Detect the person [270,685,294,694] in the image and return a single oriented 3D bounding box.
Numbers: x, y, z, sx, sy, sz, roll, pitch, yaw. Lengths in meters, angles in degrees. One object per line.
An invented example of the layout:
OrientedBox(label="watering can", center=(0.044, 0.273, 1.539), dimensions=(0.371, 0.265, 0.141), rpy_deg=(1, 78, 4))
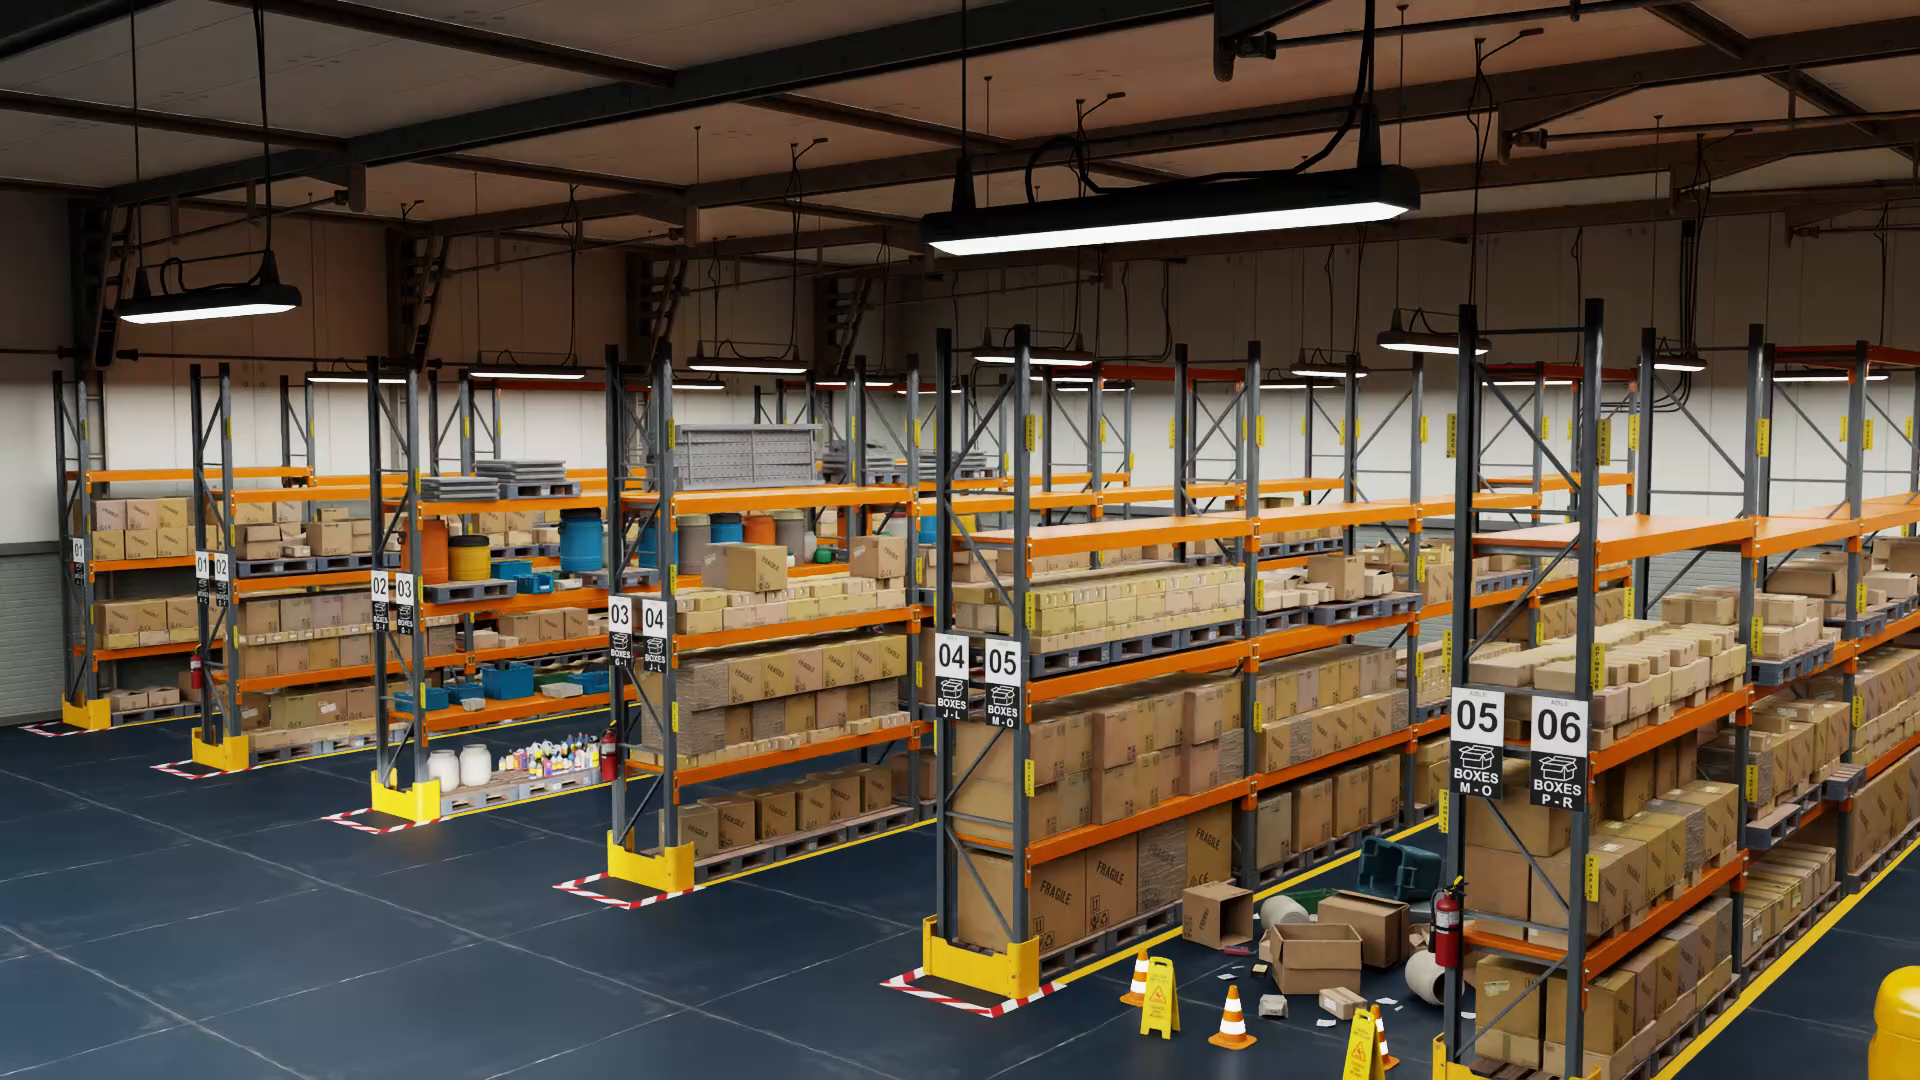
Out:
OrientedBox(label="person", center=(-11.084, 2.371, 27.430), dimensions=(0.580, 1.659, 0.548), rpy_deg=(2, 5, 31))
